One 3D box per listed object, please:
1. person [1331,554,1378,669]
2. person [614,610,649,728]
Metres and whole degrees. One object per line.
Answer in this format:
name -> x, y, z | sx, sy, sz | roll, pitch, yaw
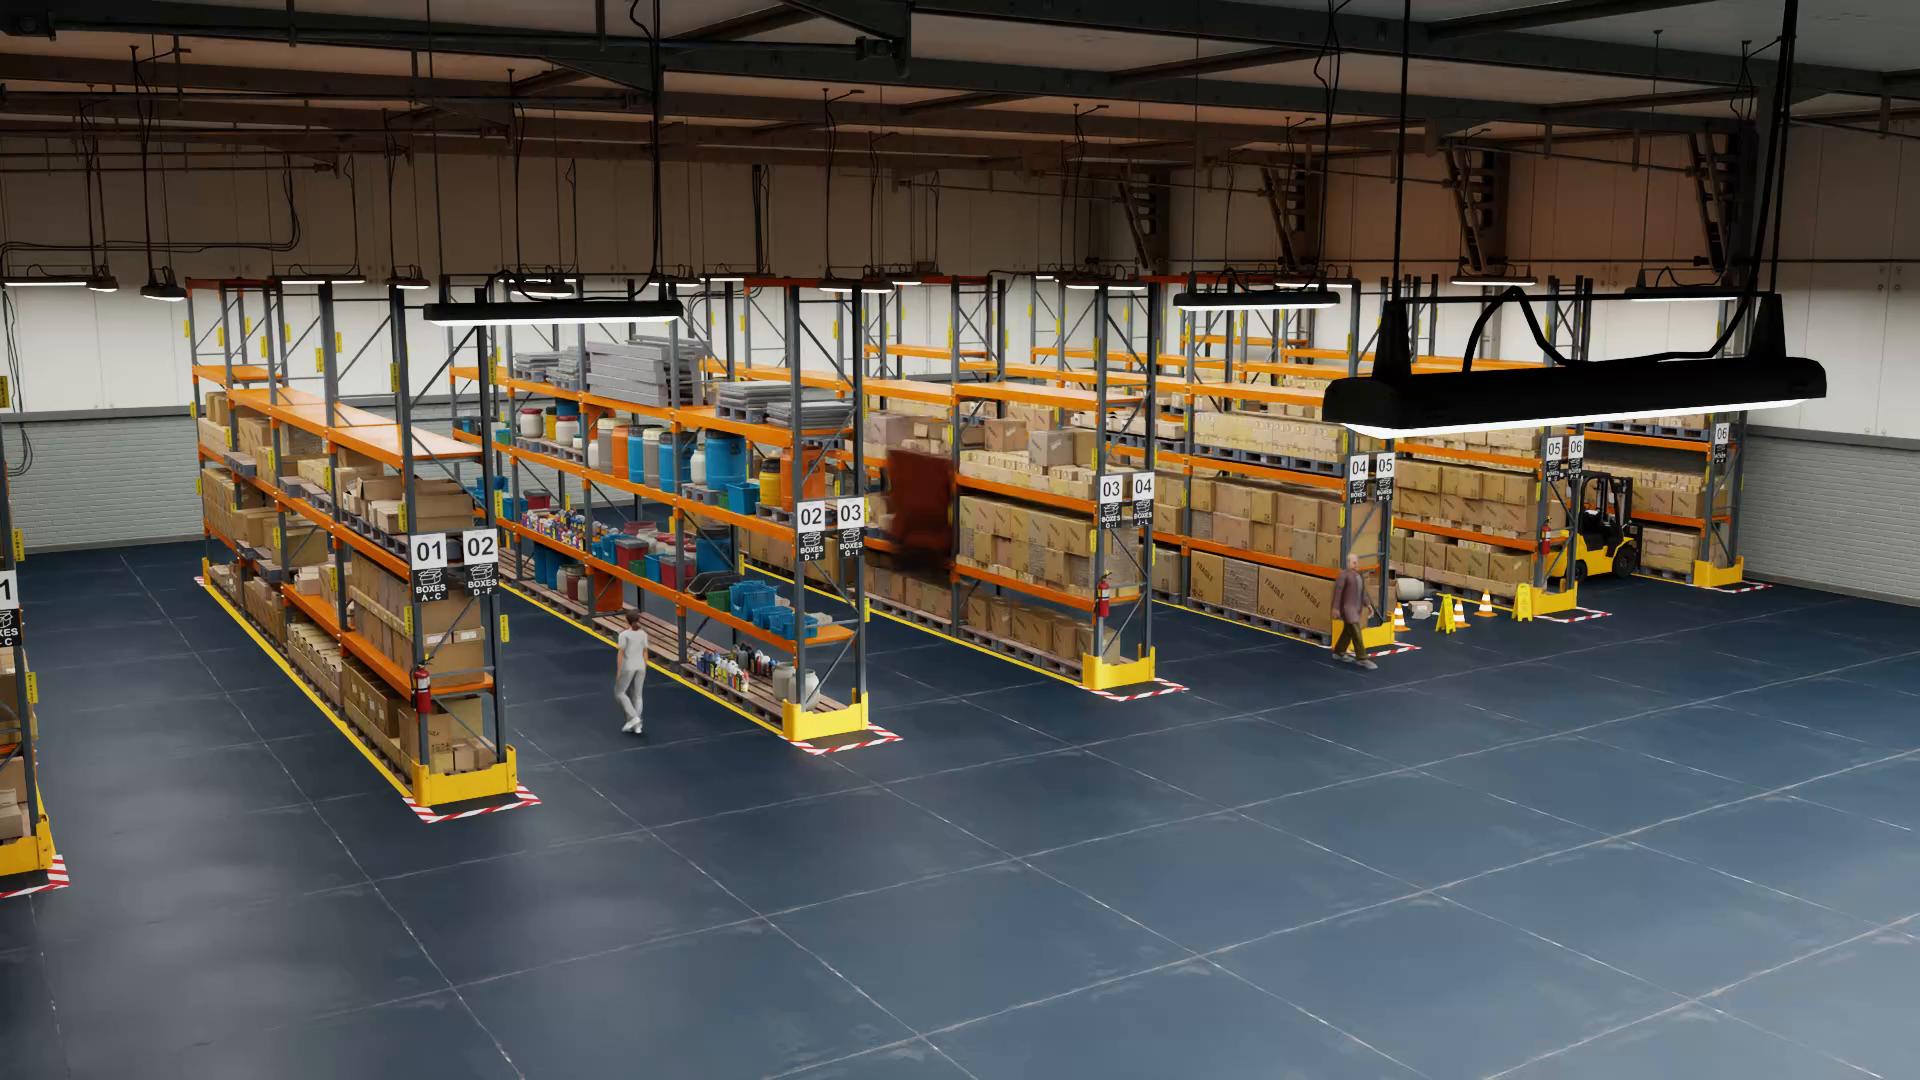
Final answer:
person -> 6.239, 1.094, 26.132 | 0.635, 1.753, 0.910 | -9, 13, -42
person -> -4.409, 1.736, 22.419 | 0.480, 1.601, 0.434 | -7, 12, -36
